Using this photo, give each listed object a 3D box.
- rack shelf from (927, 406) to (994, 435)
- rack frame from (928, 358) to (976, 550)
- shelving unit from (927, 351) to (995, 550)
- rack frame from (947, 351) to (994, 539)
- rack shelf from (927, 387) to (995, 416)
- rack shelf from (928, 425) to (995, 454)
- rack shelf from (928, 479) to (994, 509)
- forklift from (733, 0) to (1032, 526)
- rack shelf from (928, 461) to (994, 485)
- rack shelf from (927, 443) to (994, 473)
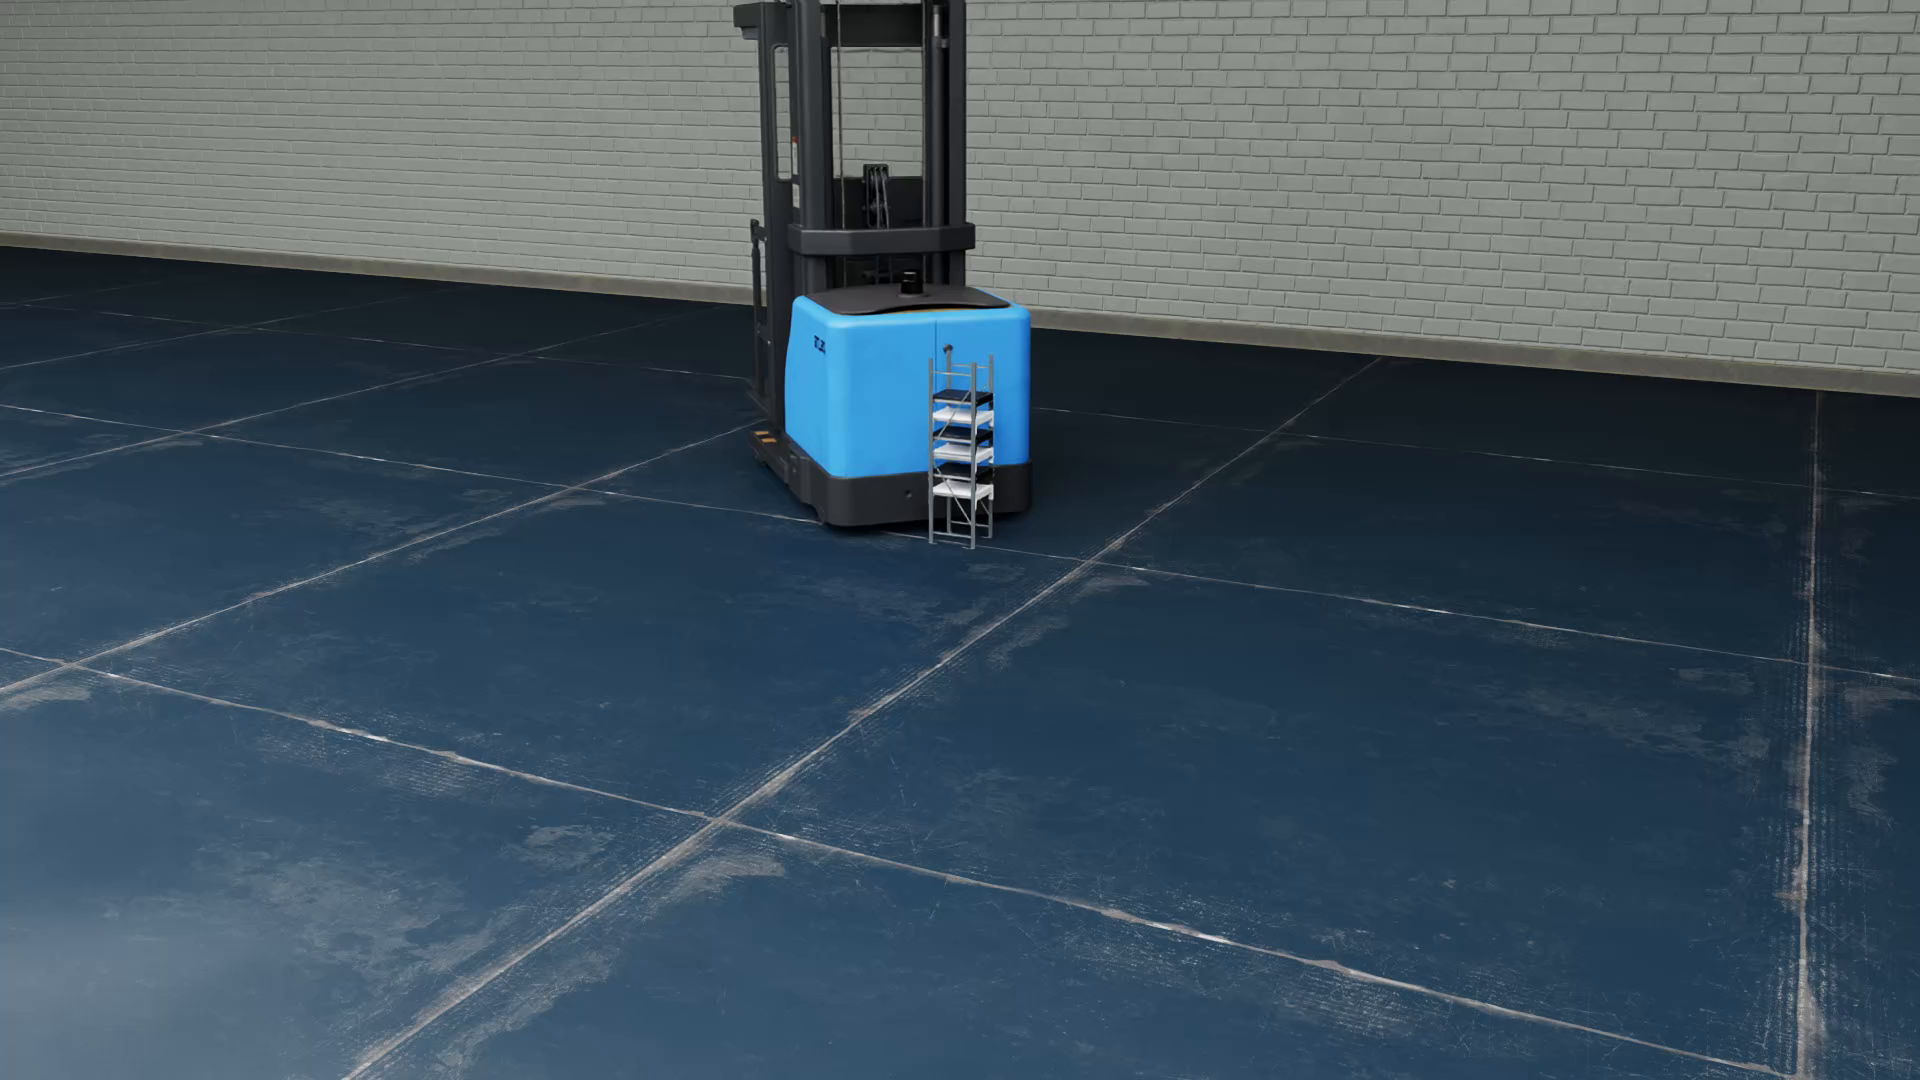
[{"bbox_3d":[0.005,-0.564,7.828,0.258,0.077,0.200,7,18,23],"label":"rack shelf"},{"bbox_3d":[-0.037,-0.397,7.781,0.240,0.900,0.006,7,18,23],"label":"rack frame"},{"bbox_3d":[0.005,-0.423,7.869,0.258,0.900,0.210,7,18,23],"label":"shelving unit"},{"bbox_3d":[0.047,-0.450,7.958,0.240,0.900,0.006,7,18,23],"label":"rack frame"},{"bbox_3d":[0.005,-0.650,7.802,0.258,0.077,0.200,7,18,23],"label":"rack shelf"},{"bbox_3d":[0.005,-0.478,7.853,0.258,0.077,0.200,7,18,23],"label":"rack shelf"},{"bbox_3d":[0.005,-0.219,7.930,0.258,0.077,0.200,7,18,23],"label":"rack shelf"},{"bbox_3d":[-0.585,-1.849,9.101,1.130,2.935,3.031,-5,17,-17],"label":"forklift"},{"bbox_3d":[0.005,-0.305,7.905,0.258,0.077,0.200,7,18,23],"label":"rack shelf"},{"bbox_3d":[0.005,-0.391,7.879,0.258,0.077,0.200,7,18,23],"label":"rack shelf"}]
